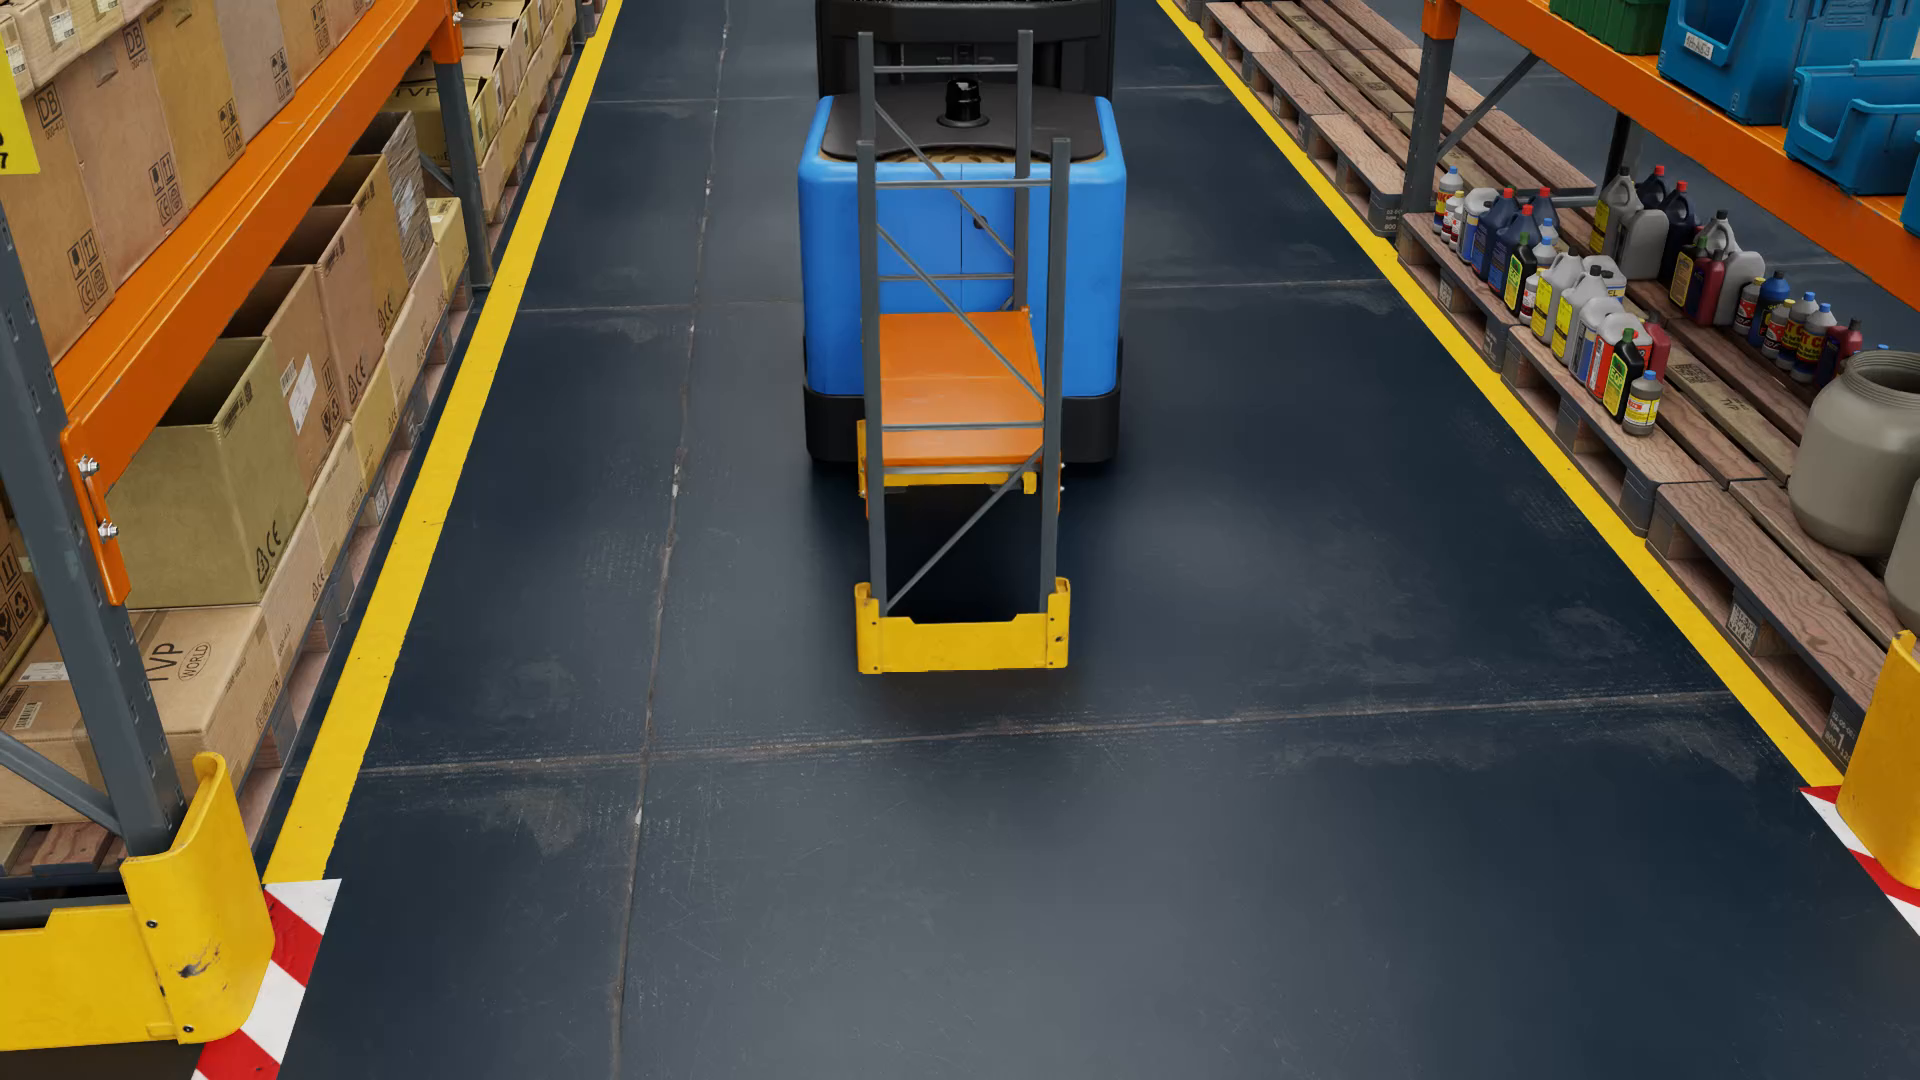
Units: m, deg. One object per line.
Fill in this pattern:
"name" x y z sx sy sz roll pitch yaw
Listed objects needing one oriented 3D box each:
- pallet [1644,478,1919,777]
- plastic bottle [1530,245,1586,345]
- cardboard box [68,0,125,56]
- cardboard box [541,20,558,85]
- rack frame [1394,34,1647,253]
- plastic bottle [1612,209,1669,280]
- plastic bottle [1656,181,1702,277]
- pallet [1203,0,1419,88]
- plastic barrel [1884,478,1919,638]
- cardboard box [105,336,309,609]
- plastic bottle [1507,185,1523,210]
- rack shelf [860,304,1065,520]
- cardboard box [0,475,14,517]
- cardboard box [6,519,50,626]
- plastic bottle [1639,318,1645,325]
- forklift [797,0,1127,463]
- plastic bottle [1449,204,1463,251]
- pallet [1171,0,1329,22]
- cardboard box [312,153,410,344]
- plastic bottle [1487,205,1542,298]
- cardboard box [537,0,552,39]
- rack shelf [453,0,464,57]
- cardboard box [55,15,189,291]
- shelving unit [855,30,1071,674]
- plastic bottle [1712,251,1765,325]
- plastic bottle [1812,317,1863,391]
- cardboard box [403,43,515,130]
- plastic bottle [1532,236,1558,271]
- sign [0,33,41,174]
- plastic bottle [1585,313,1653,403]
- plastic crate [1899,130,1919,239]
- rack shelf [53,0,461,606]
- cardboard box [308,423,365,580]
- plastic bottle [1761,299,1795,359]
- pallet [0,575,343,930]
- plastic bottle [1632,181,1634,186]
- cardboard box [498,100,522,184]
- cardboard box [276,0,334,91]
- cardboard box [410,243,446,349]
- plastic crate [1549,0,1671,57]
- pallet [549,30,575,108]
"pallet" 2.695 0.199 4.710 1.003 0.211 1.213 -3 31 -5
"plastic bottle" 2.166 -0.895 5.977 0.144 0.351 0.185 -3 31 -5
"cardboard box" -1.984 -1.105 3.445 0.380 0.149 0.250 -3 31 -4
"cardboard box" -2.472 -2.618 8.980 0.500 0.250 0.500 -2 31 -3
"rack frame" 2.446 -2.588 6.658 1.000 3.000 0.127 -3 31 -5
"plastic bottle" 2.666 -1.175 6.519 0.152 0.276 0.135 -3 31 -5
"plastic bottle" 2.811 -1.227 6.534 0.144 0.351 0.185 -4 31 -7
"pallet" 2.106 -3.036 10.127 1.003 0.211 1.213 -3 31 -5
"plastic barrel" 2.682 0.009 4.326 0.421 0.512 0.421 0 31 0
"cardboard box" -1.989 -0.172 4.154 0.500 0.500 0.500 -3 31 -5
"plastic bottle" 2.203 -1.269 6.670 0.061 0.283 0.133 -3 31 -5
"rack shelf" -0.016 -0.395 4.799 0.538 0.185 1.000 -1 31 -2
"cardboard box" -2.567 -0.402 4.538 0.500 0.500 0.500 -3 31 -5
"cardboard box" -2.515 0.175 4.304 0.500 0.250 0.500 -3 31 -5
"plastic bottle" 2.325 -0.667 5.741 0.097 0.201 0.097 0 31 0
"forklift" 0.023 -2.231 6.127 1.130 2.935 3.031 0 31 1
"plastic bottle" 2.058 -1.288 6.782 0.097 0.201 0.097 0 31 0
"pallet" 1.957 -3.834 11.463 1.003 0.211 1.213 -3 31 -5
"cardboard box" -2.139 -0.938 5.435 0.500 0.500 0.500 -3 31 -5
"plastic bottle" 2.126 -1.112 6.340 0.144 0.351 0.185 -4 31 -7
"cardboard box" -2.466 -2.857 8.834 0.500 0.311 0.500 -3 31 -5
"rack shelf" -2.673 -3.065 8.158 1.077 0.370 4.000 -3 31 -5
"cardboard box" -2.197 -0.861 3.668 0.700 0.500 0.500 -2 31 -3
"shelving unit" -0.017 -0.554 4.714 0.587 1.500 1.083 -1 31 -2
"plastic bottle" 2.853 -0.947 6.137 0.152 0.276 0.135 -2 31 -4
"plastic bottle" 2.958 -0.626 5.593 0.061 0.283 0.133 -2 31 -4
"cardboard box" -2.318 -2.072 7.519 0.500 0.311 0.500 -3 31 -5
"plastic bottle" 2.177 -1.004 6.238 0.097 0.271 0.097 0 31 0
"sign" -1.559 -0.740 2.642 0.100 0.325 0.005 -3 31 -5
"plastic bottle" 2.216 -0.612 5.577 0.152 0.276 0.135 -3 31 -4
"plastic crate" 2.475 -0.724 3.681 0.499 0.251 0.616 -3 31 -5
"rack shelf" -2.299 -1.023 4.739 1.077 0.370 4.000 -3 31 -5
"cardboard box" -2.037 -0.106 4.773 0.500 0.250 0.500 -3 31 -5
"plastic bottle" 2.910 -0.751 5.882 0.097 0.201 0.097 0 31 0
"pallet" -2.225 0.498 4.211 1.003 0.211 1.213 -3 31 -5
"plastic bottle" 2.790 -1.406 6.978 0.097 0.201 0.097 0 31 0
"cardboard box" -2.323 -1.832 7.663 0.500 0.250 0.500 -2 31 -3
"cardboard box" -2.339 -1.644 4.980 0.700 0.500 0.500 -2 31 -4
"cardboard box" -2.188 -0.871 6.055 0.500 0.250 0.500 -3 31 -5
"plastic crate" 2.292 -1.791 5.530 0.450 0.188 0.662 -3 31 -5
"pallet" -2.822 -2.776 9.692 1.003 0.211 1.213 -3 31 -5
